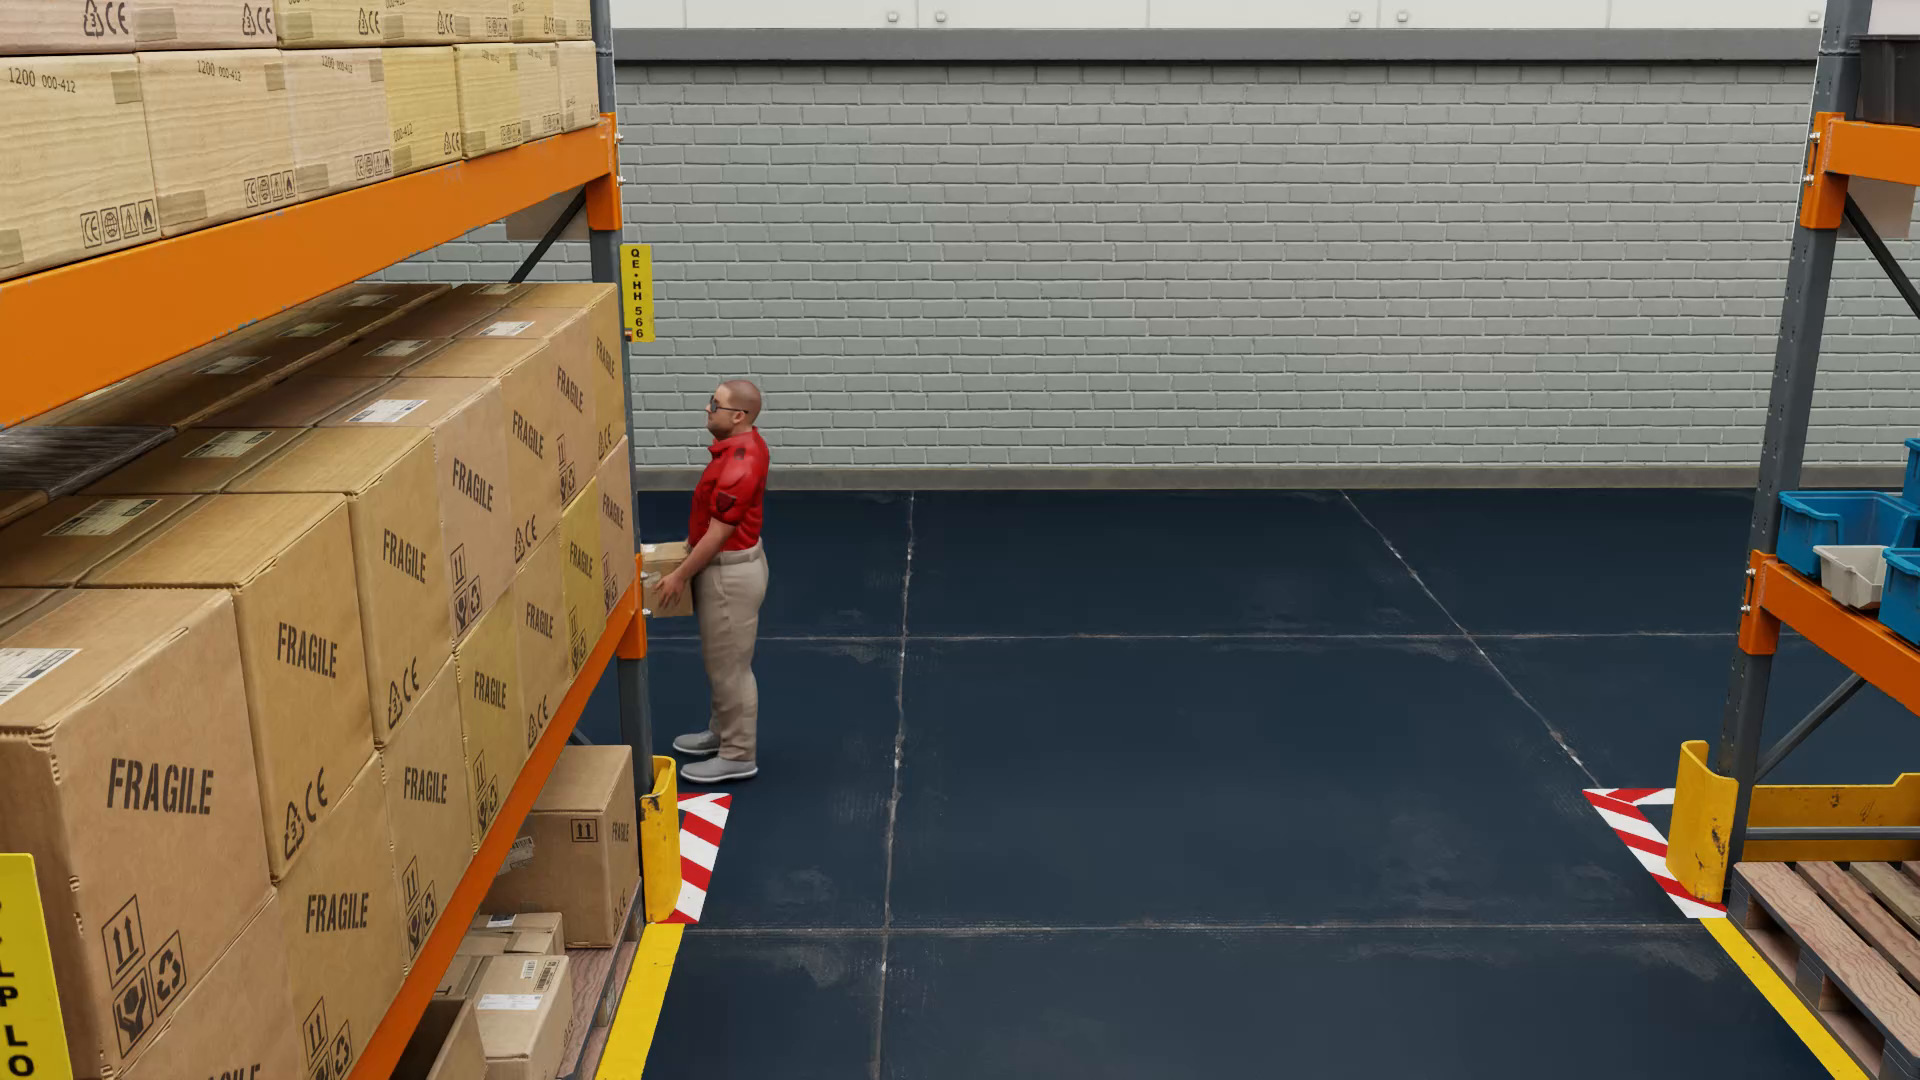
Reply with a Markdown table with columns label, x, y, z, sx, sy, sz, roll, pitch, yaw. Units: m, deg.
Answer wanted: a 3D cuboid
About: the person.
| label | x | y | z | sx | sy | sz | roll | pitch | yaw |
| --- | --- | --- | --- | --- | --- | --- | --- | --- | --- |
| person | -1.031 | 0.140 | 6.995 | 0.479 | 1.664 | 0.506 | -1 | 17 | -3 |
